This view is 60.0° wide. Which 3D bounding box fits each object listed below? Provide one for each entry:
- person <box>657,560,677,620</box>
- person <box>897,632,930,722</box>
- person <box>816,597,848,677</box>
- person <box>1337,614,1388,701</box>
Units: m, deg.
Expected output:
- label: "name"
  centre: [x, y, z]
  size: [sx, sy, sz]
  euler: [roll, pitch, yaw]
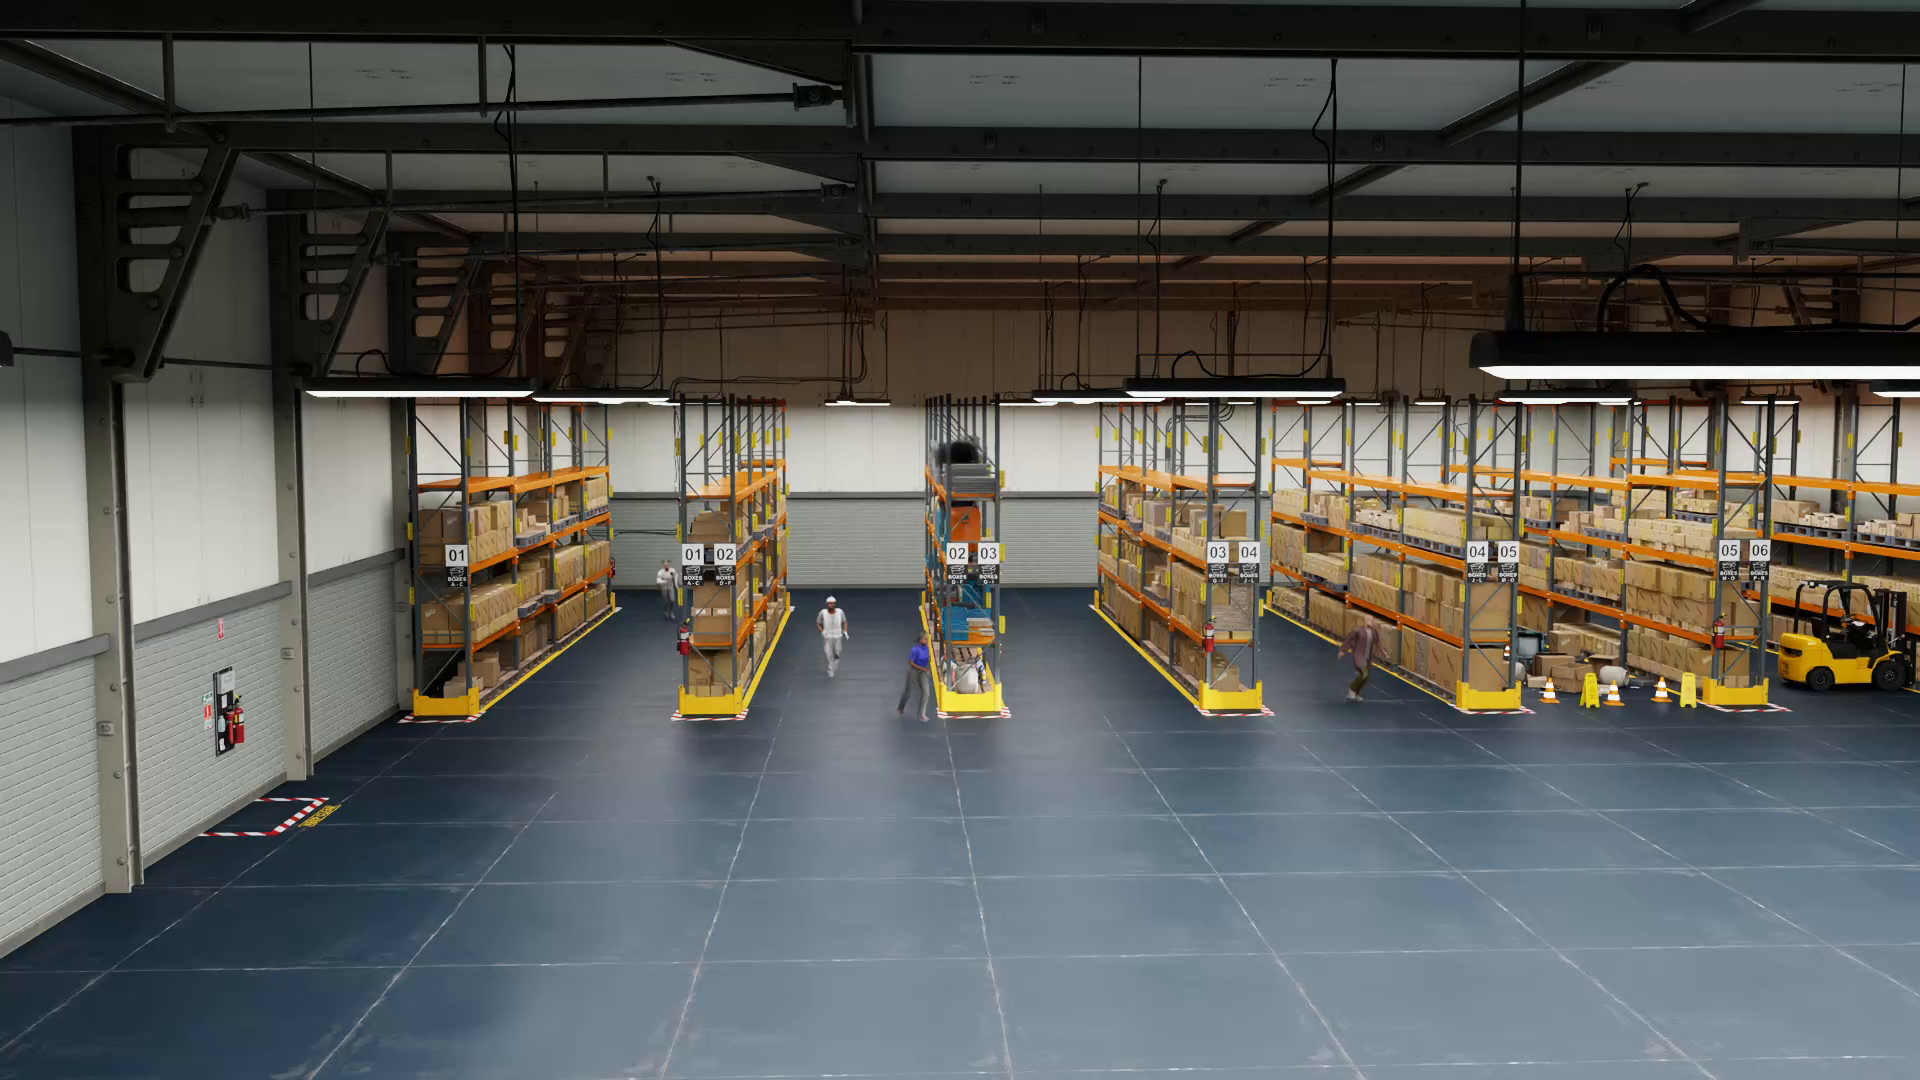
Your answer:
- label: "person"
  centre: [-7.942, 1.337, 45.145]
  size: [0.555, 1.632, 0.920]
  euler: [-1, 5, -11]
- label: "person"
  centre: [-0.797, 2.507, 30.671]
  size: [0.565, 1.665, 0.853]
  euler: [-3, 6, -37]
- label: "person"
  centre: [-2.721, 2.064, 35.430]
  size: [0.679, 1.724, 0.645]
  euler: [-1, 5, -10]
- label: "person"
  centre: [7.877, 2.293, 32.325]
  size: [0.682, 1.724, 0.871]
  euler: [-3, 5, -32]
